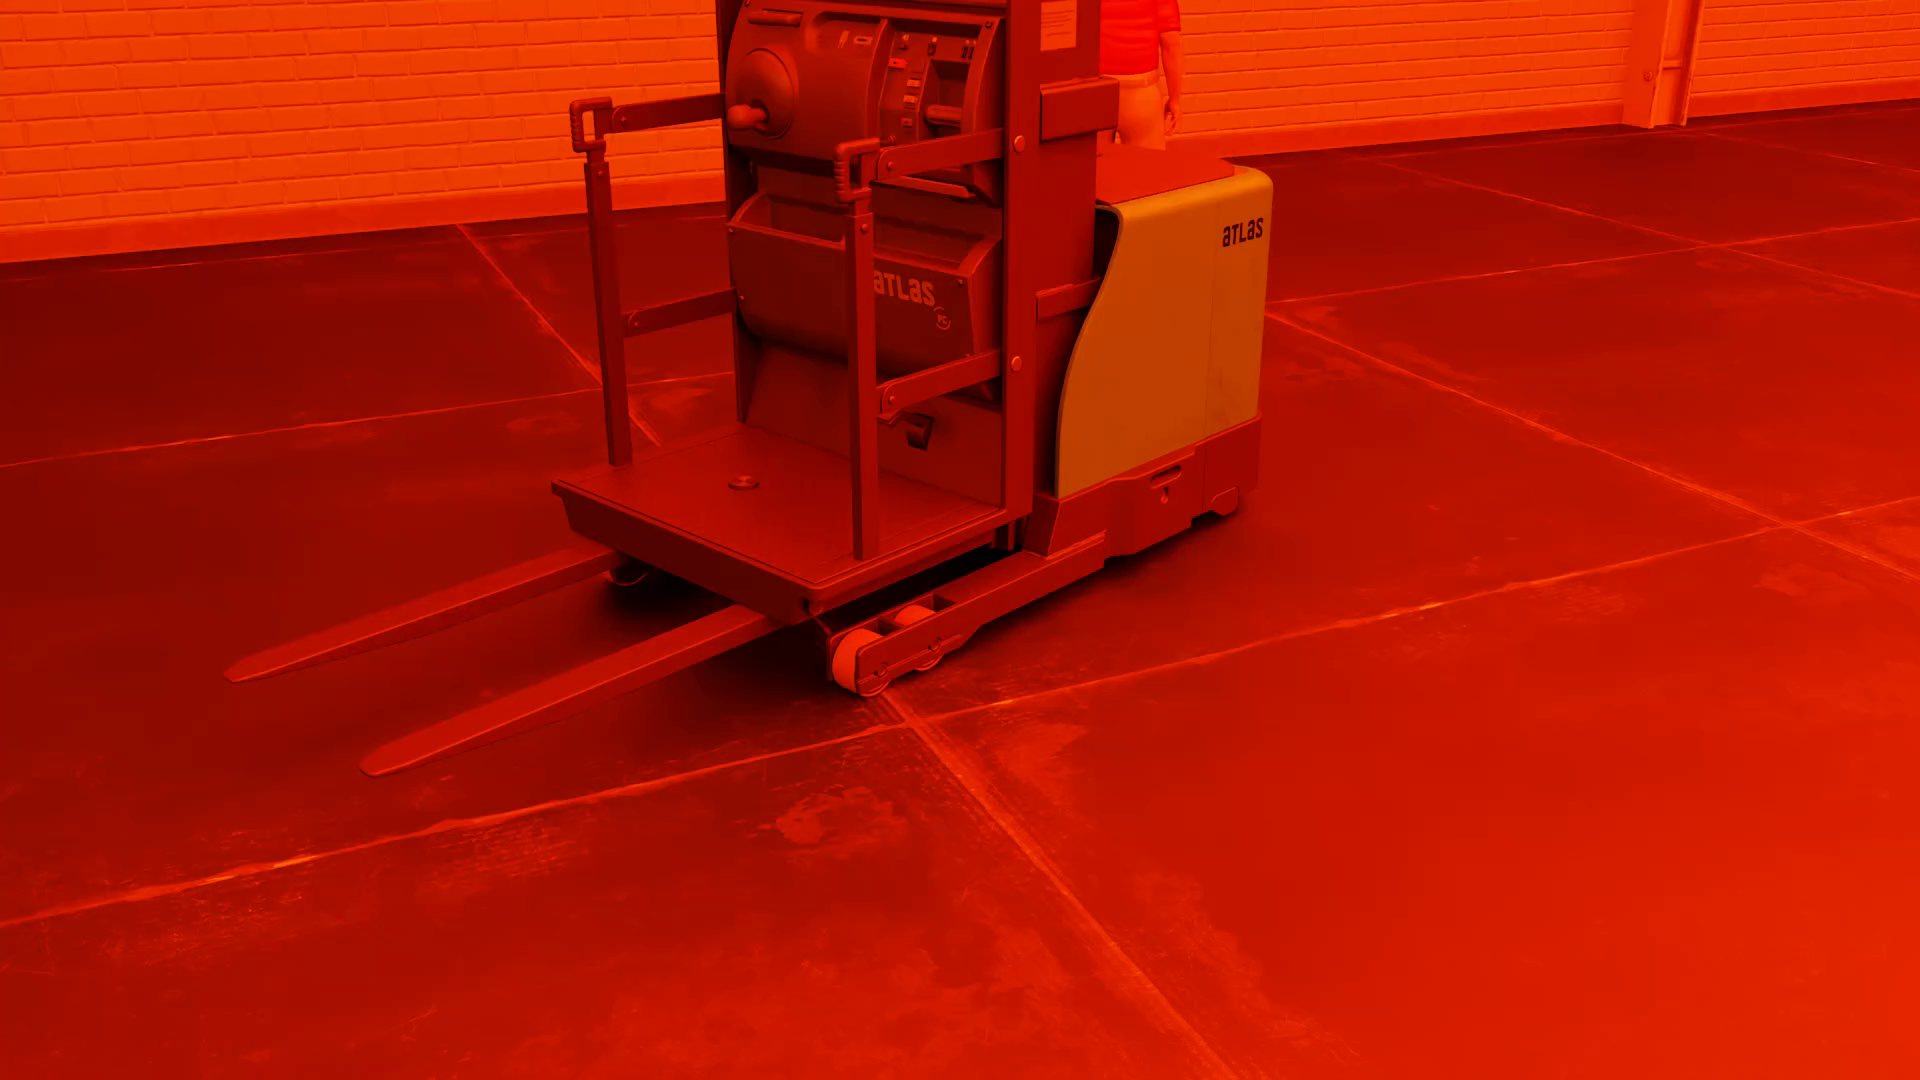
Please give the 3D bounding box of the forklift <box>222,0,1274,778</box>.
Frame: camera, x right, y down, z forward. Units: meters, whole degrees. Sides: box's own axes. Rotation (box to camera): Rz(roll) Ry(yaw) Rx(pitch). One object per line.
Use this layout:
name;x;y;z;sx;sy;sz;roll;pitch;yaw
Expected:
forklift;-0.413;-1.182;4.131;1.130;2.935;3.031;19;29;39

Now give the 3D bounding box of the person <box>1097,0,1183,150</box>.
person;0.739;-2.019;7.716;0.601;1.726;0.399;4;23;10
